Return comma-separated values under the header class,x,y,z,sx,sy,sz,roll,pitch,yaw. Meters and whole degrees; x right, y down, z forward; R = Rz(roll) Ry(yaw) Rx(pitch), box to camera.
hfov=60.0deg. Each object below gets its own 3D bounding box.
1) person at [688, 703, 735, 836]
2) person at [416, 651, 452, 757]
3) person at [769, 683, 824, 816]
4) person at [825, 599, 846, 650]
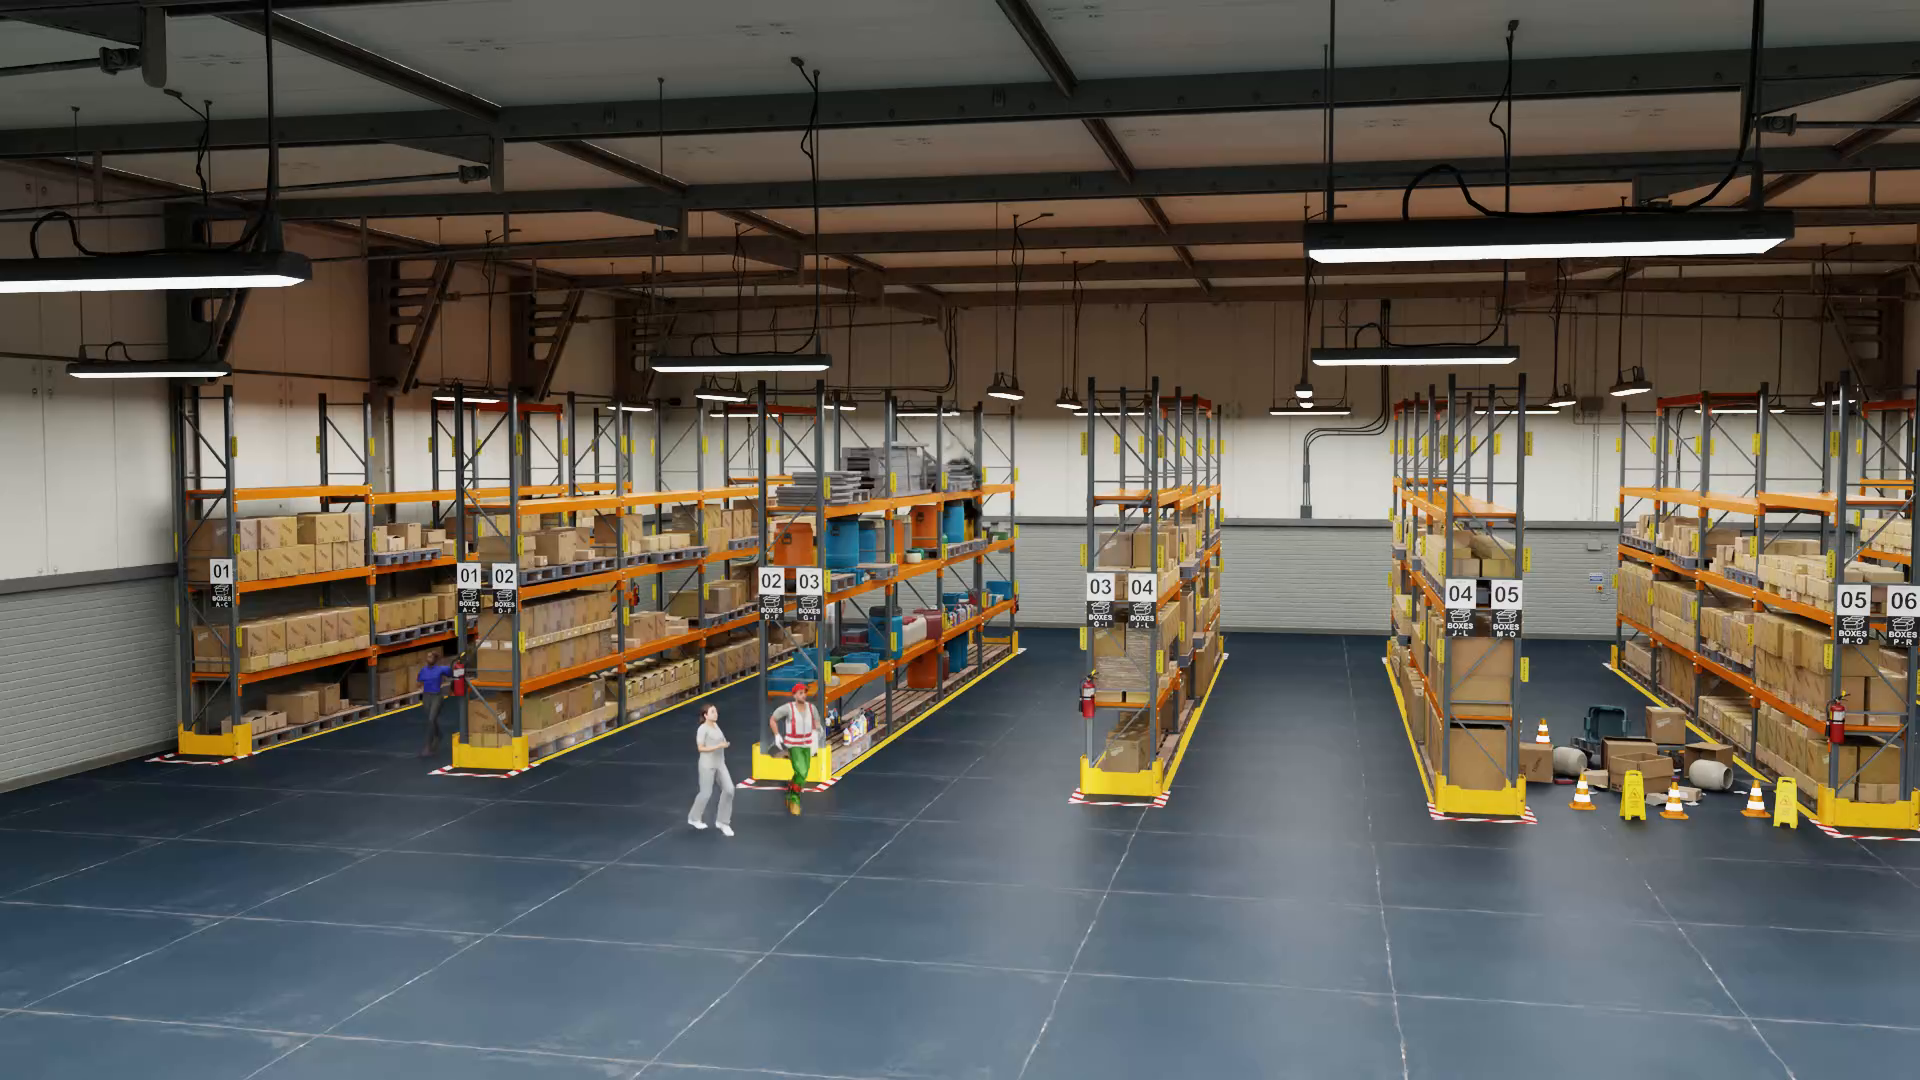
class,x,y,z,sx,sy,sz,roll,pitch,yaw
person,-3.219,2.961,21.481,0.716,1.722,0.547,2,4,33
person,-8.656,2.653,27.289,0.584,1.664,0.933,1,3,12
person,-2.176,2.852,22.701,0.642,1.816,0.737,-3,4,-40
person,-2.810,1.818,36.122,0.603,1.858,0.830,0,3,4
